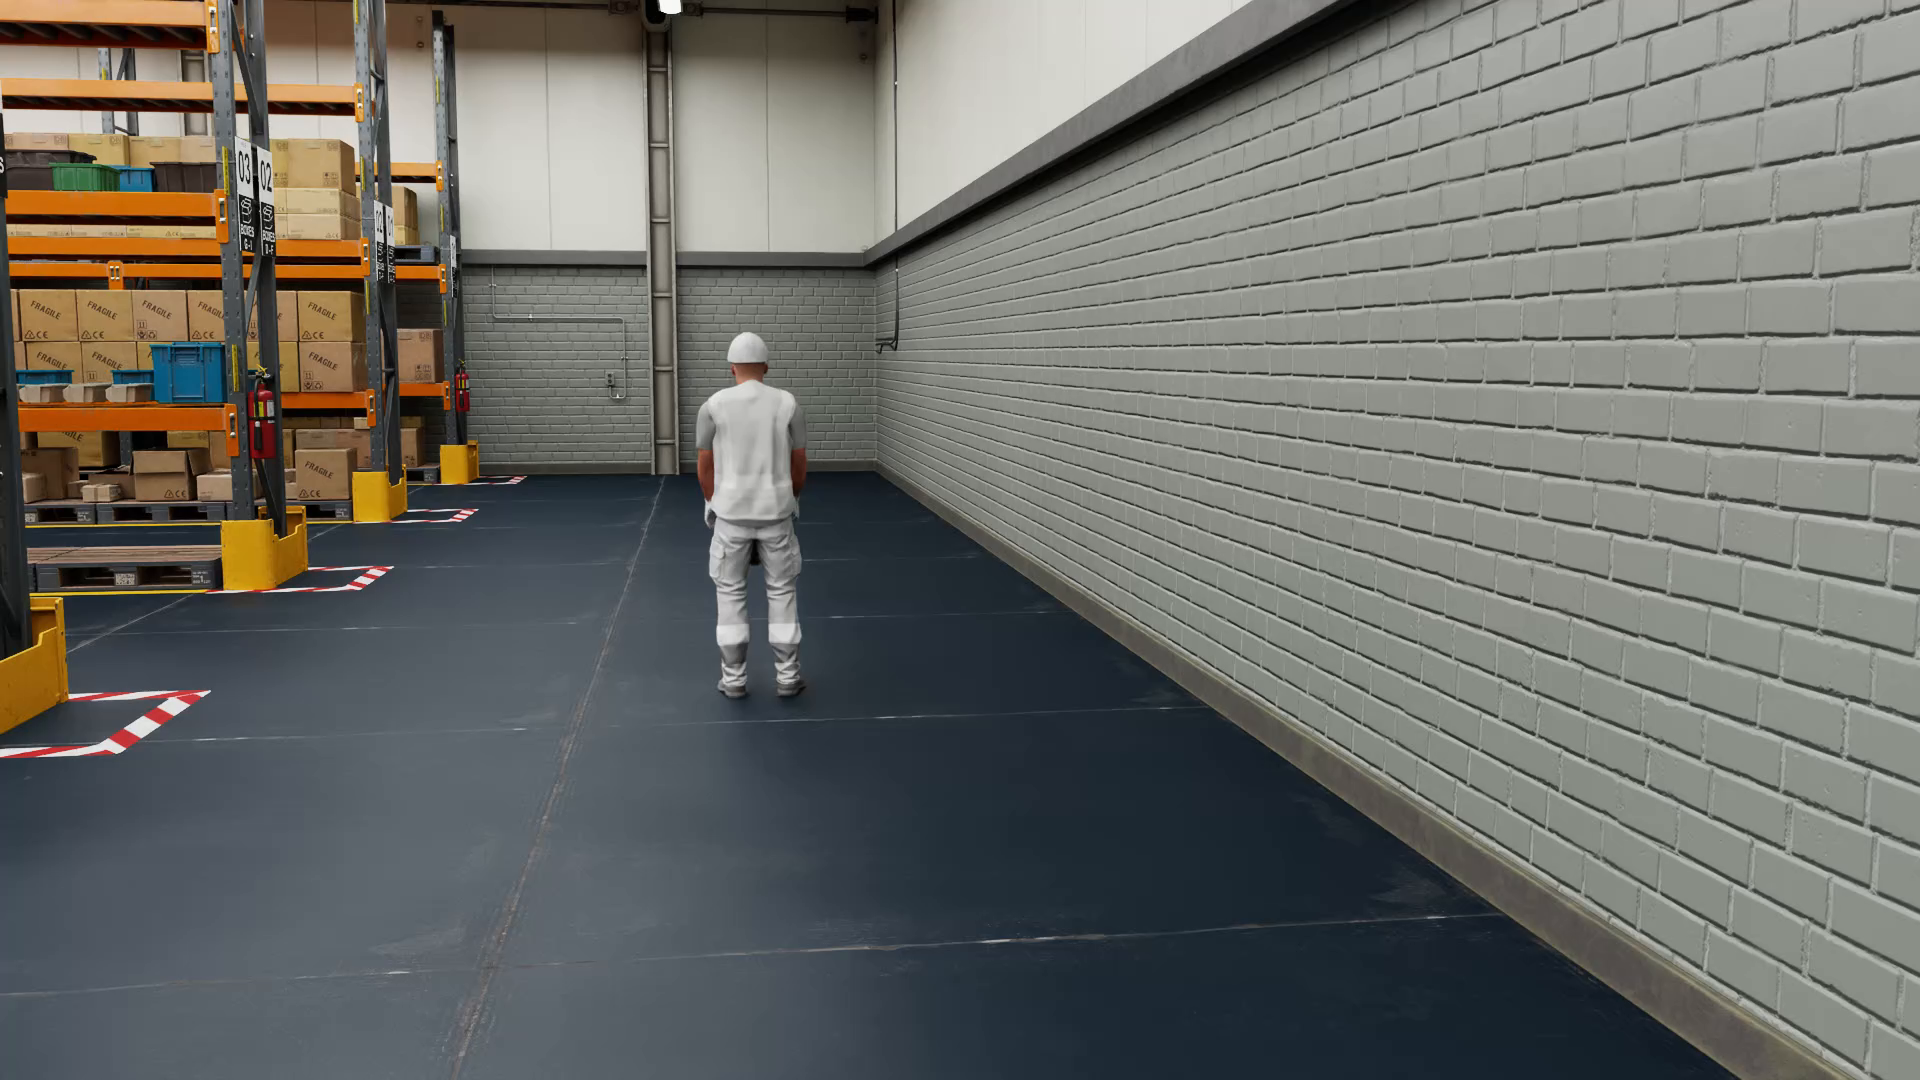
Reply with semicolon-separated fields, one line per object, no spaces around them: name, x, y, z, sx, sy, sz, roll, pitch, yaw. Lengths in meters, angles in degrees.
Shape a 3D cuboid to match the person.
person;-1.023;-0.123;8.193;0.537;1.789;0.437;-1;6;-10
